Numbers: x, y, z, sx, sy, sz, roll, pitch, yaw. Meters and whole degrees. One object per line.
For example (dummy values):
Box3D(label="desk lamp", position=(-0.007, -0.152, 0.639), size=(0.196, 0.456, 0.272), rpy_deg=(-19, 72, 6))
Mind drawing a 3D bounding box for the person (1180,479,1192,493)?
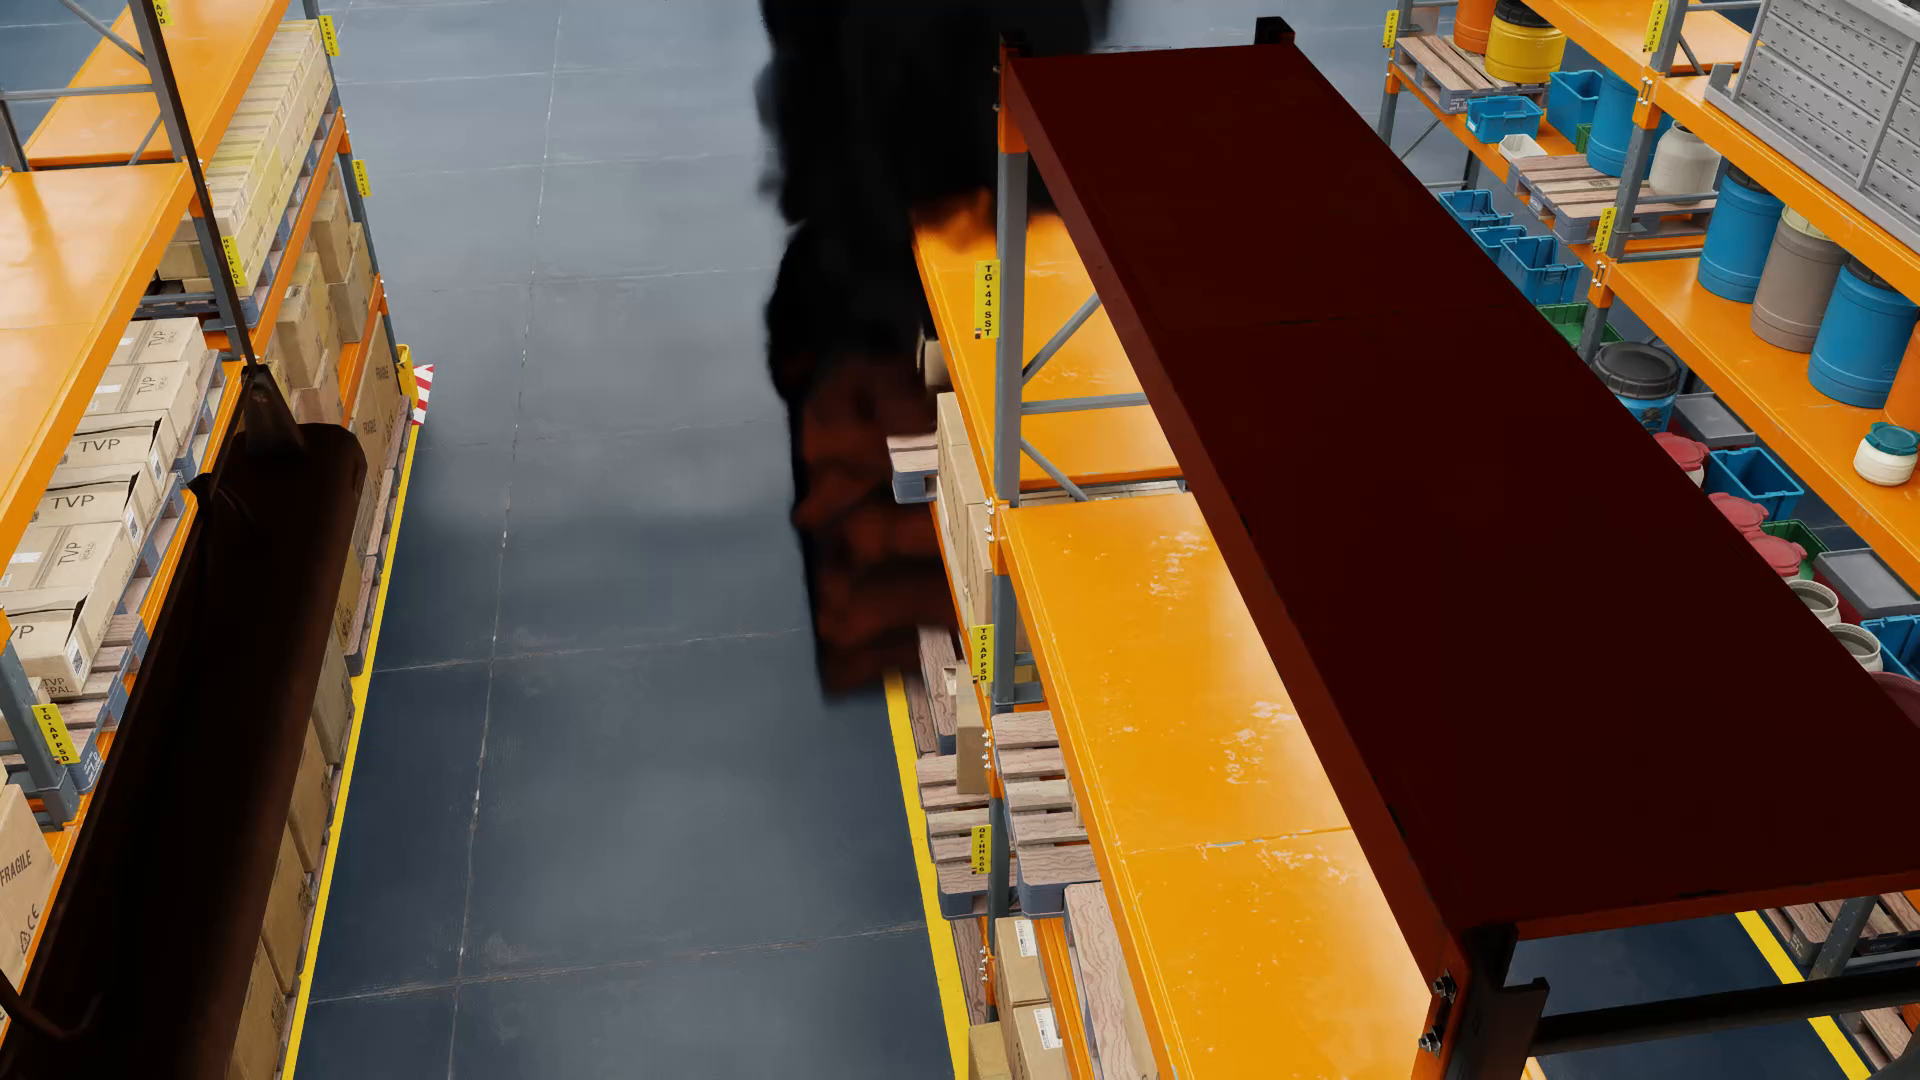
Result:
Box3D(label="person", position=(1.535, 0.153, 11.289), size=(0.656, 1.881, 0.723), rpy_deg=(-12, 38, -16))
